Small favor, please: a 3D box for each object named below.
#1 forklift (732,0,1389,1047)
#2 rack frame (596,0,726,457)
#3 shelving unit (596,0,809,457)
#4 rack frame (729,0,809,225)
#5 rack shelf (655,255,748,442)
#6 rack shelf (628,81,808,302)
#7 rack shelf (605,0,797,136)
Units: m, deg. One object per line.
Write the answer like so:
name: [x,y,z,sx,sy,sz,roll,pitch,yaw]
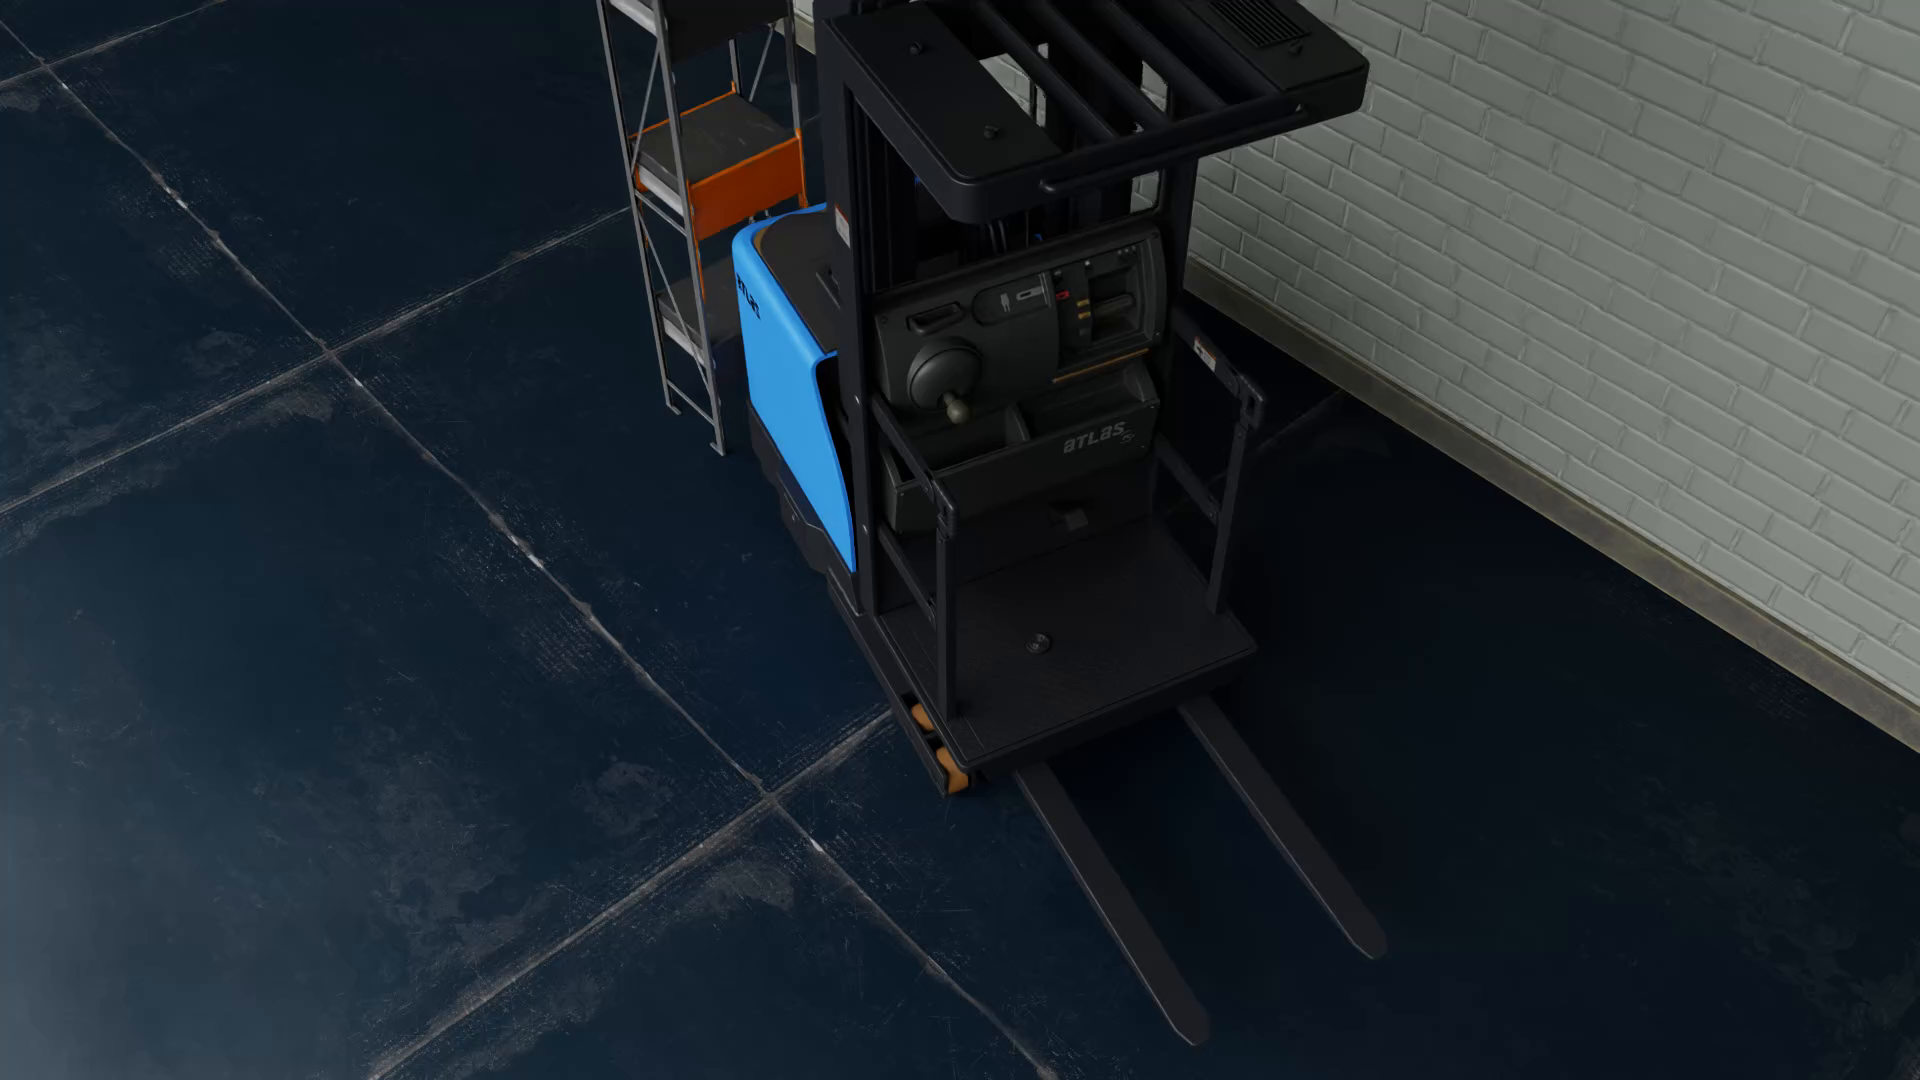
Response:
forklift: [0.287,-0.535,4.750,1.130,2.935,3.031,-20,50,-17]
rack frame: [-1.055,-1.152,5.883,0.015,2.100,0.400,-32,55,-26]
shelving unit: [-0.870,-1.269,5.991,0.503,2.100,0.431,-32,55,-26]
rack frame: [-0.685,-1.386,6.099,0.015,2.100,0.400,-32,55,-26]
rack shelf: [-0.872,-0.786,6.517,0.480,0.518,0.431,-32,55,-26]
rack shelf: [-0.870,-1.260,6.001,0.480,0.518,0.431,-32,55,-26]
rack shelf: [-0.869,-1.733,5.486,0.480,0.518,0.431,-32,55,-26]
